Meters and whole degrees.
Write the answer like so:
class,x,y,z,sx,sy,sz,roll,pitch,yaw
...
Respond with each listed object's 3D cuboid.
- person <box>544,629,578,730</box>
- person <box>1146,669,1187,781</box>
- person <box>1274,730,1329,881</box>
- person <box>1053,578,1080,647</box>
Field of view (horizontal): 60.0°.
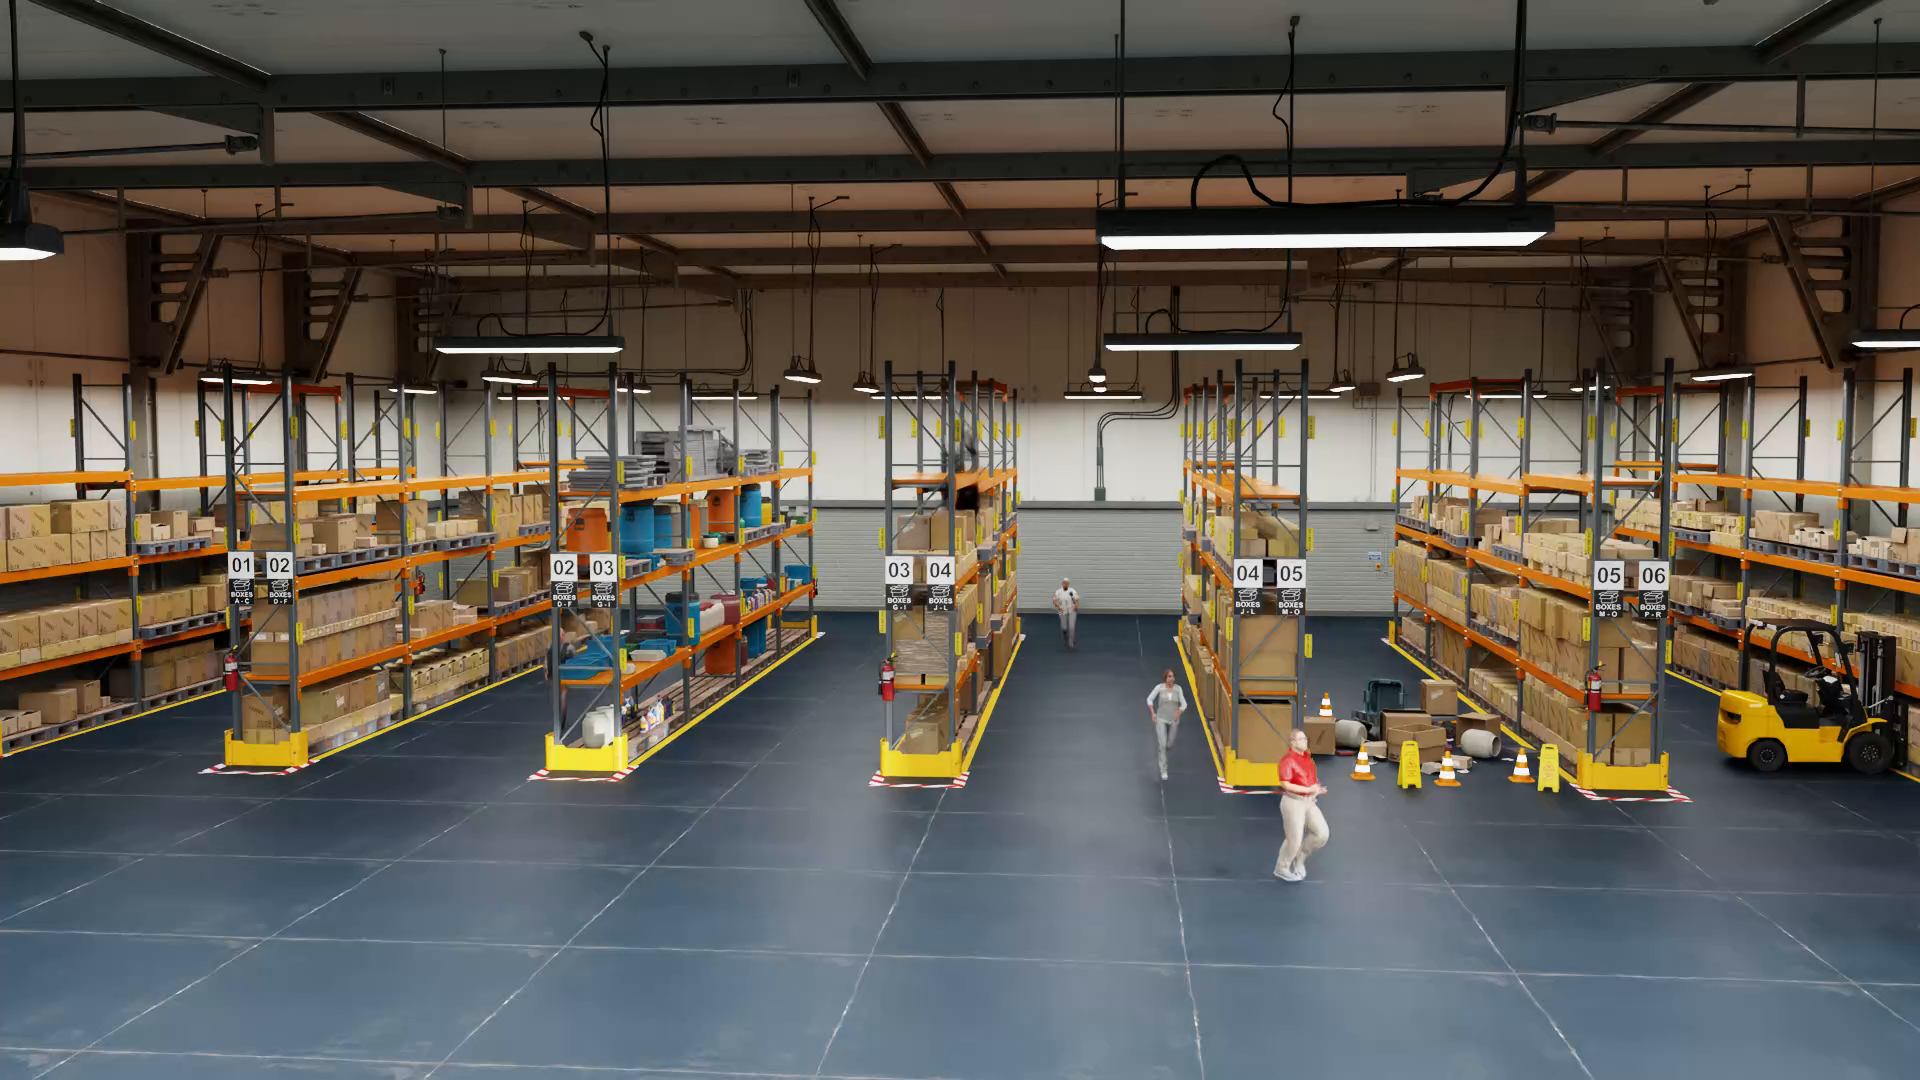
class,x,y,z,sx,sy,sz,roll,pitch,yaw
person,-6.699,2.332,27.938,0.656,1.692,0.627,1,4,8
person,2.998,2.656,24.148,0.569,1.607,0.762,0,4,-3
person,3.783,2.937,18.357,0.646,1.691,0.648,-4,5,-44
person,2.478,1.685,38.581,0.618,1.609,0.535,0,4,0
